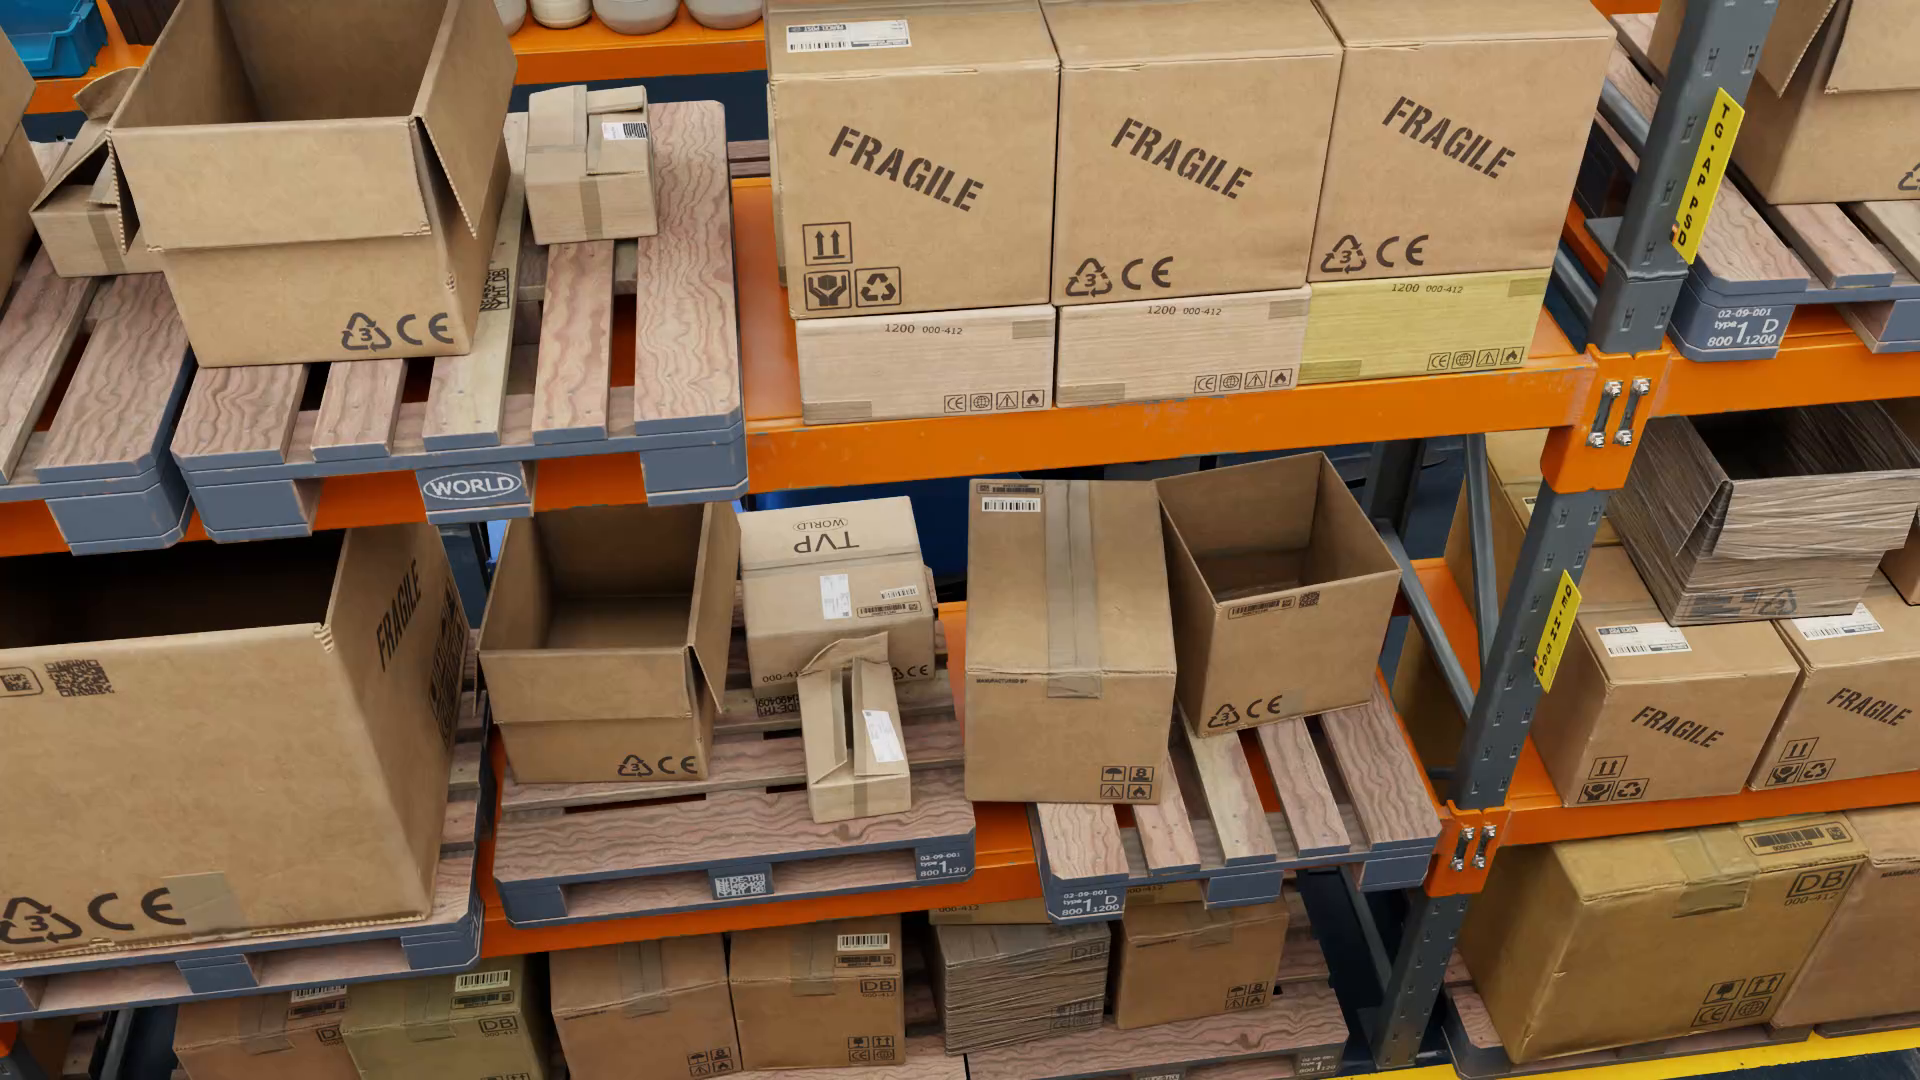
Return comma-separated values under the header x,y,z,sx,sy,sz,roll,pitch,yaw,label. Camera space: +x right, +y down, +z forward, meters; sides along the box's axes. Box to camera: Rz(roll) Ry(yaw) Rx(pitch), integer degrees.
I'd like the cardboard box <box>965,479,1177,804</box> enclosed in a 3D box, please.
x,y,z,sx,sy,sz,roll,pitch,yaw,label
0.268,0.255,4.339,0.500,0.500,0.700,1,42,1,cardboard box

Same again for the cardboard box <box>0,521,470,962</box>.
x,y,z,sx,sy,sz,roll,pitch,yaw,label
-1.821,0.253,3.969,1.000,1.000,1.000,-5,42,-5,cardboard box

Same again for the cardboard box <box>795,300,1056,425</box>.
x,y,z,sx,sy,sz,roll,pitch,yaw,label
-0.089,-0.500,3.437,0.500,0.250,0.500,-4,42,-4,cardboard box

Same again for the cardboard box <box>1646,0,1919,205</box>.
x,y,z,sx,sy,sz,roll,pitch,yaw,label
1.935,-1.149,3.654,0.637,0.503,0.797,-3,42,-3,cardboard box

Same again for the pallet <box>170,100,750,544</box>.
x,y,z,sx,sy,sz,roll,pitch,yaw,label
-0.973,-0.512,3.478,1.003,0.211,1.213,-5,42,-6,pallet

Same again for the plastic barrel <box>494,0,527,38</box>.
x,y,z,sx,sy,sz,roll,pitch,yaw,label
-2.292,-2.670,7.869,0.433,0.535,0.433,0,42,0,plastic barrel

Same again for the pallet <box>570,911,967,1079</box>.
x,y,z,sx,sy,sz,roll,pitch,yaw,label
-0.643,1.466,5.467,1.213,0.211,1.003,-5,42,-6,pallet

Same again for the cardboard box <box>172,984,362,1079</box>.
x,y,z,sx,sy,sz,roll,pitch,yaw,label
-2.015,1.333,5.070,0.500,0.500,0.700,-8,43,-9,cardboard box

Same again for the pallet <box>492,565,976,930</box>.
x,y,z,sx,sy,sz,roll,pitch,yaw,label
-0.618,0.530,4.566,1.213,0.211,1.003,-5,42,-6,pallet

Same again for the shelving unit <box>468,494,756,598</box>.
x,y,z,sx,sy,sz,roll,pitch,yaw,label
-1.355,-0.240,6.396,1.048,1.500,0.538,-11,43,-12,shelving unit

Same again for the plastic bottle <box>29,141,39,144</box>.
x,y,z,sx,sy,sz,roll,pitch,yaw,label
-4.916,-1.998,8.875,0.185,0.351,0.144,-3,42,-4,plastic bottle

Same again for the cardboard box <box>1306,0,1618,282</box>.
x,y,z,sx,sy,sz,roll,pitch,yaw,label
0.898,-0.869,3.286,0.500,0.500,0.500,-4,42,-4,cardboard box

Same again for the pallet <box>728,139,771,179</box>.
x,y,z,sx,sy,sz,roll,pitch,yaw,label
-1.283,-1.849,9.142,1.213,0.211,1.003,-5,42,-6,pallet

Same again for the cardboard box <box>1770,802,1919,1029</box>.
x,y,z,sx,sy,sz,roll,pitch,yaw,label
2.911,0.775,5.424,0.875,0.875,1.225,-5,42,-5,cardboard box

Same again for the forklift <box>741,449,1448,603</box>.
x,y,z,sx,sy,sz,roll,pitch,yaw,label
0.602,-1.207,6.400,3.031,2.935,1.130,-11,43,-12,forklift

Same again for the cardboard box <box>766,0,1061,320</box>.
x,y,z,sx,sy,sz,roll,pitch,yaw,label
-0.101,-0.784,3.193,0.500,0.500,0.500,-4,42,-5,cardboard box

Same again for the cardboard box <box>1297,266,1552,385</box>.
x,y,z,sx,sy,sz,roll,pitch,yaw,label
0.900,-0.594,3.541,0.500,0.250,0.500,-5,42,-5,cardboard box

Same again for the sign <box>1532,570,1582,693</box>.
x,y,z,sx,sy,sz,roll,pitch,yaw,label
1.419,0.219,3.962,0.005,0.325,0.100,-5,42,-6,sign

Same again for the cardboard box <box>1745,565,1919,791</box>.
x,y,z,sx,sy,sz,roll,pitch,yaw,label
2.368,0.315,4.586,0.500,0.500,0.500,-6,42,-7,cardboard box

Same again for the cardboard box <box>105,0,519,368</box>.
x,y,z,sx,sy,sz,roll,pitch,yaw,label
-1.214,-0.758,3.221,0.637,0.503,0.797,-3,42,-4,cardboard box

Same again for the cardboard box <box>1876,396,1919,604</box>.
x,y,z,sx,sy,sz,roll,pitch,yaw,label
2.713,-0.257,4.472,0.637,0.503,0.797,-4,42,-5,cardboard box

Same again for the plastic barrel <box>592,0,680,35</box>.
x,y,z,sx,sy,sz,roll,pitch,yaw,label
-1.565,-2.734,7.940,0.433,0.535,0.433,0,42,0,plastic barrel

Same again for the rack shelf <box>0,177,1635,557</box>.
x,y,z,sx,sy,sz,roll,pitch,yaw,label
-0.644,-0.413,3.766,4.000,0.370,1.077,-5,42,-6,rack shelf

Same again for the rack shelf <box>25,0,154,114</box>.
x,y,z,sx,sy,sz,roll,pitch,yaw,label
-5.252,-2.241,8.032,4.000,0.370,1.077,-5,42,-6,rack shelf

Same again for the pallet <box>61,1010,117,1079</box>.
x,y,z,sx,sy,sz,roll,pitch,yaw,label
-3.288,1.725,5.180,1.213,0.211,1.003,-5,42,-6,pallet

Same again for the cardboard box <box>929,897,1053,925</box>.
x,y,z,sx,sy,sz,roll,pitch,yaw,label
0.154,0.877,5.016,0.500,0.250,0.500,-1,42,-1,cardboard box

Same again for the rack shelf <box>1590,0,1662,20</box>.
x,y,z,sx,sy,sz,roll,pitch,yaw,label
2.680,-2.936,8.802,4.000,0.370,1.077,-5,42,-6,rack shelf

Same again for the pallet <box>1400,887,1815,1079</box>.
x,y,z,sx,sy,sz,roll,pitch,yaw,label
2.131,1.277,5.677,1.213,0.211,1.003,-5,42,-6,pallet

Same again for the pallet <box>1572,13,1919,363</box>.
x,y,z,sx,sy,sz,roll,pitch,yaw,label
1.971,-0.875,3.882,1.003,0.211,1.213,-3,42,-4,pallet

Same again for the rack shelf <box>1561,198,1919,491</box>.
x,y,z,sx,sy,sz,roll,pitch,yaw,label
3.322,-0.760,4.151,4.000,0.370,1.077,-5,42,-6,rack shelf

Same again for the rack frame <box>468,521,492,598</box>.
x,y,z,sx,sy,sz,roll,pitch,yaw,label
-1.843,-0.144,6.290,0.032,1.500,0.500,-11,43,-12,rack frame

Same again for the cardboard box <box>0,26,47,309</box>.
x,y,z,sx,sy,sz,roll,pitch,yaw,label
-2.148,-0.676,3.129,0.637,0.503,0.797,-7,43,-8,cardboard box

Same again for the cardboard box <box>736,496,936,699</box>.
x,y,z,sx,sy,sz,roll,pitch,yaw,label
-0.352,0.153,4.640,0.500,0.250,0.500,-6,42,-7,cardboard box

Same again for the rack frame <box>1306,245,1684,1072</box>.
x,y,z,sx,sy,sz,roll,pitch,yaw,label
1.339,0.260,4.722,0.127,3.000,1.000,-5,42,-6,rack frame

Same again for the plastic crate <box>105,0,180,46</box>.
x,y,z,sx,sy,sz,roll,pitch,yaw,label
-3.805,-2.698,8.048,0.504,0.338,0.767,-5,42,-6,plastic crate

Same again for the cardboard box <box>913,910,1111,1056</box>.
x,y,z,sx,sy,sz,roll,pitch,yaw,label
0.129,1.153,5.270,0.500,0.500,0.700,-8,43,-9,cardboard box

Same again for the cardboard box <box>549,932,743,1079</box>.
x,y,z,sx,sy,sz,roll,pitch,yaw,label
-0.985,1.255,5.156,0.500,0.500,0.700,-8,43,-9,cardboard box
